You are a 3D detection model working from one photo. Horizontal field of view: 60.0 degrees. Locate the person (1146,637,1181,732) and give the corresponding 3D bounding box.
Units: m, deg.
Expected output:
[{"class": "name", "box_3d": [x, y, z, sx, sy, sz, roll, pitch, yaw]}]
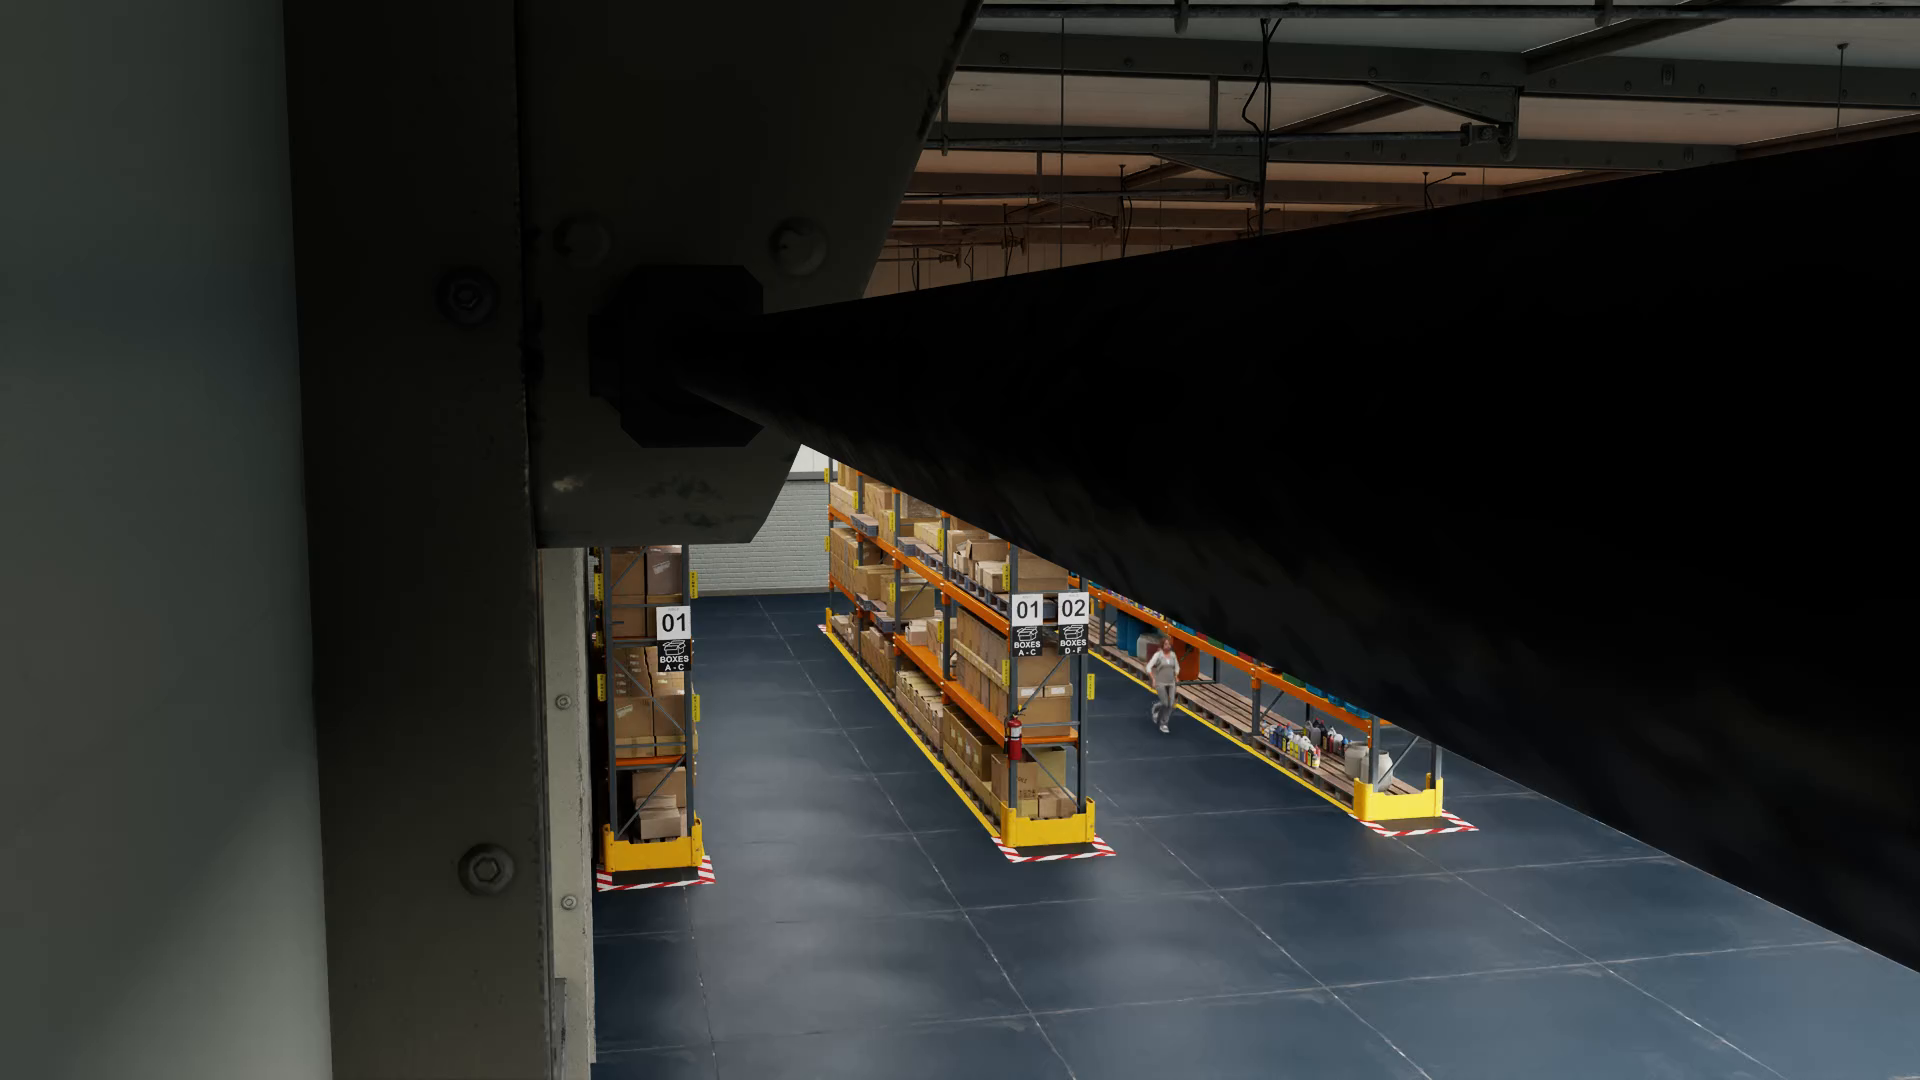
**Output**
[{"class": "person", "box_3d": [3.340, 2.357, 27.056, 0.547, 1.552, 0.547, -2, 7, -16]}]
